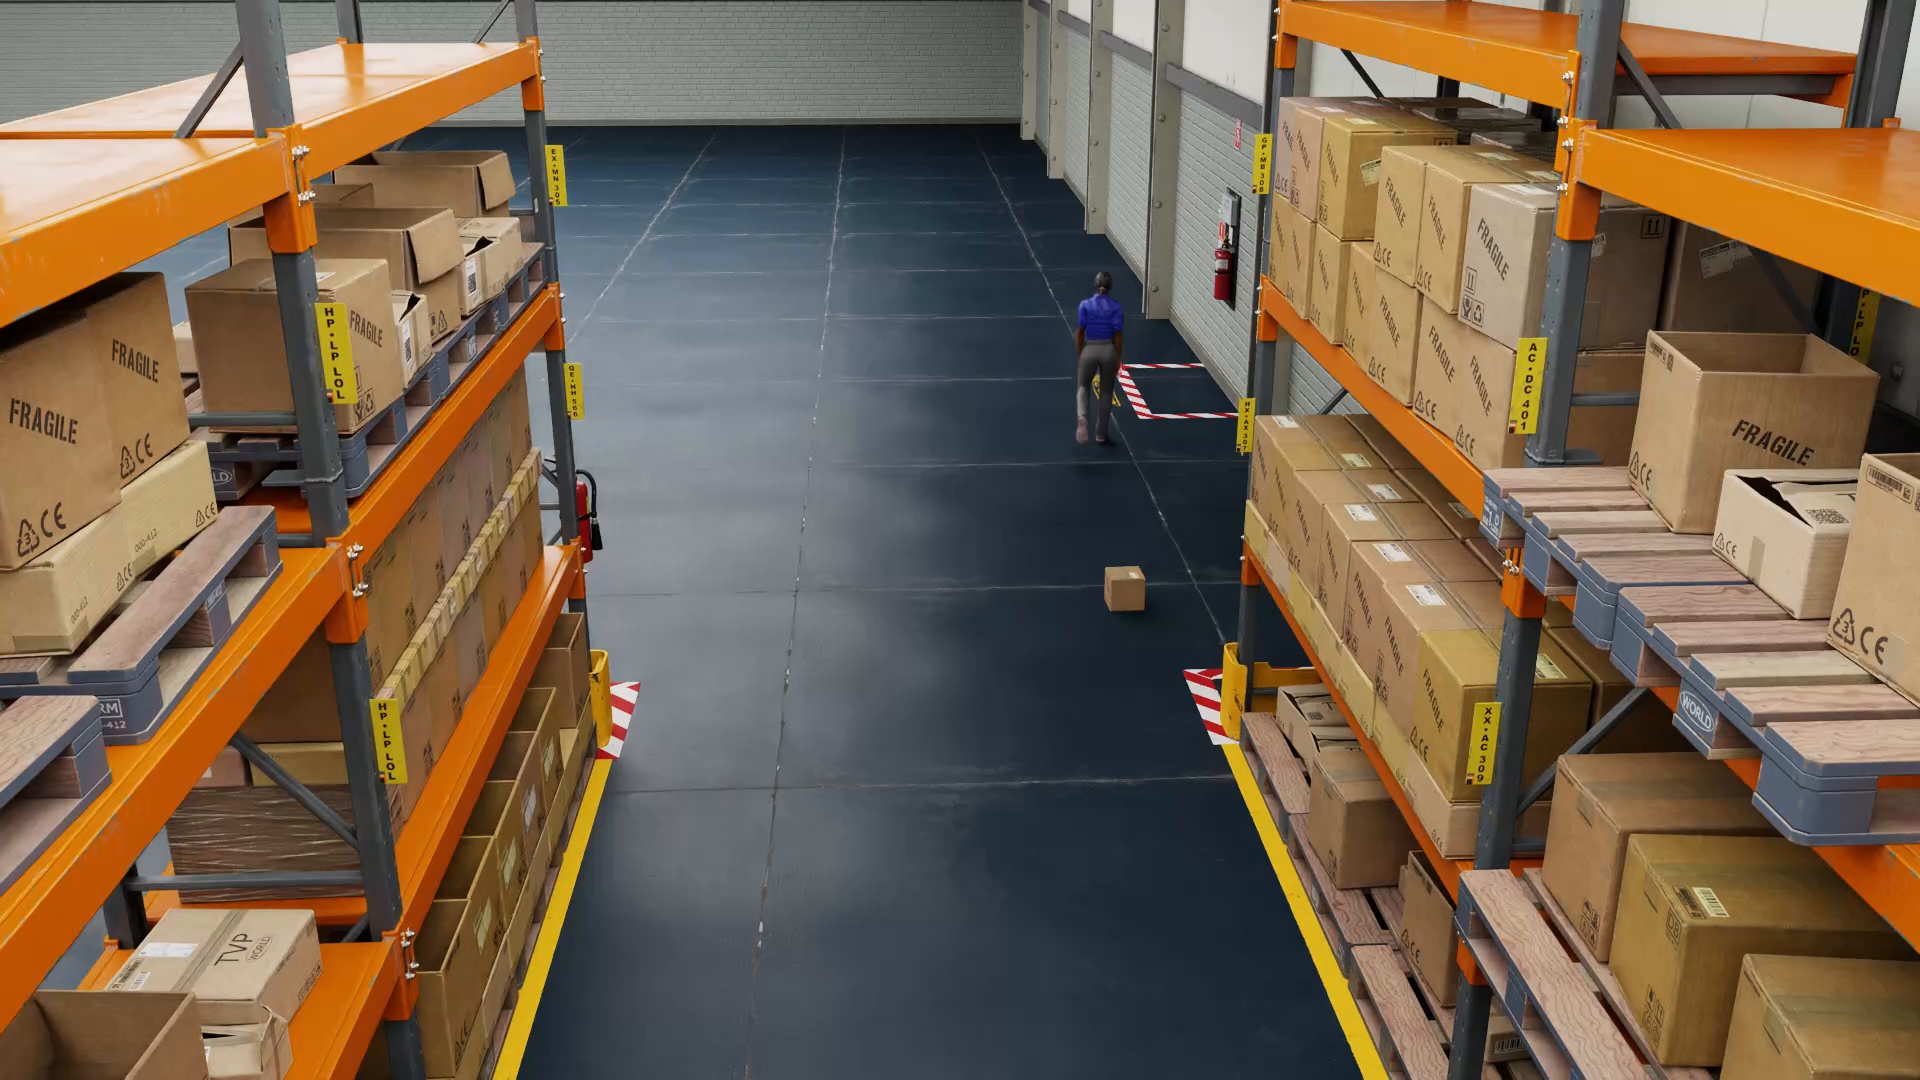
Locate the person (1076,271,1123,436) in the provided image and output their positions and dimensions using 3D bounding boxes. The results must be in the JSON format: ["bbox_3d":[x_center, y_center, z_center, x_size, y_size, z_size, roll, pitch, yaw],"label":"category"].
[{"bbox_3d":[1.303,-1.744,15.589,0.439,1.575,0.446,3,21,8],"label":"person"}]
